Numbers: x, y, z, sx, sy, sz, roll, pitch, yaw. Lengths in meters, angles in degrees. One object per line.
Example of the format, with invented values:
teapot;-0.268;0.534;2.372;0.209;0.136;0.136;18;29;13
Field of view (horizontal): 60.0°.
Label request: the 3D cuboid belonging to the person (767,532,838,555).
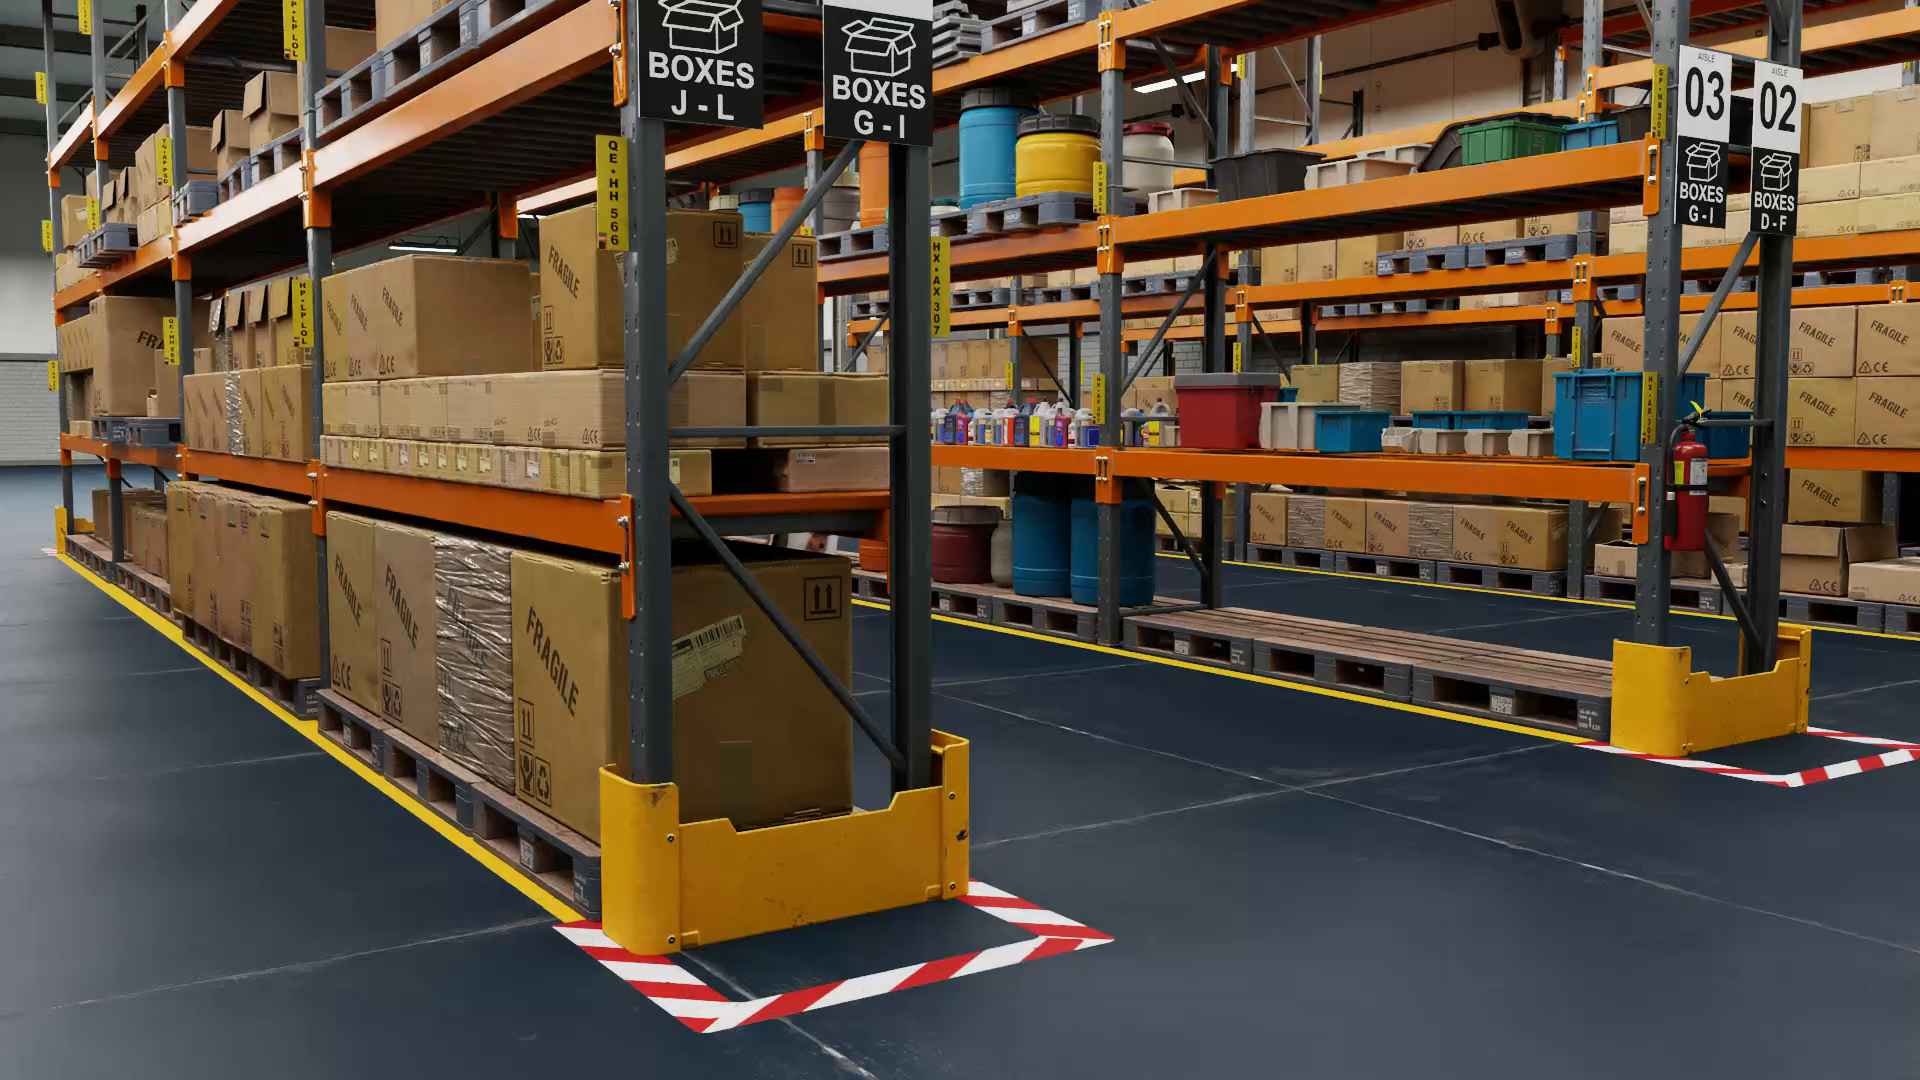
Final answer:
person;-0.884;-0.036;9.216;0.426;1.773;0.640;-3;5;-34
